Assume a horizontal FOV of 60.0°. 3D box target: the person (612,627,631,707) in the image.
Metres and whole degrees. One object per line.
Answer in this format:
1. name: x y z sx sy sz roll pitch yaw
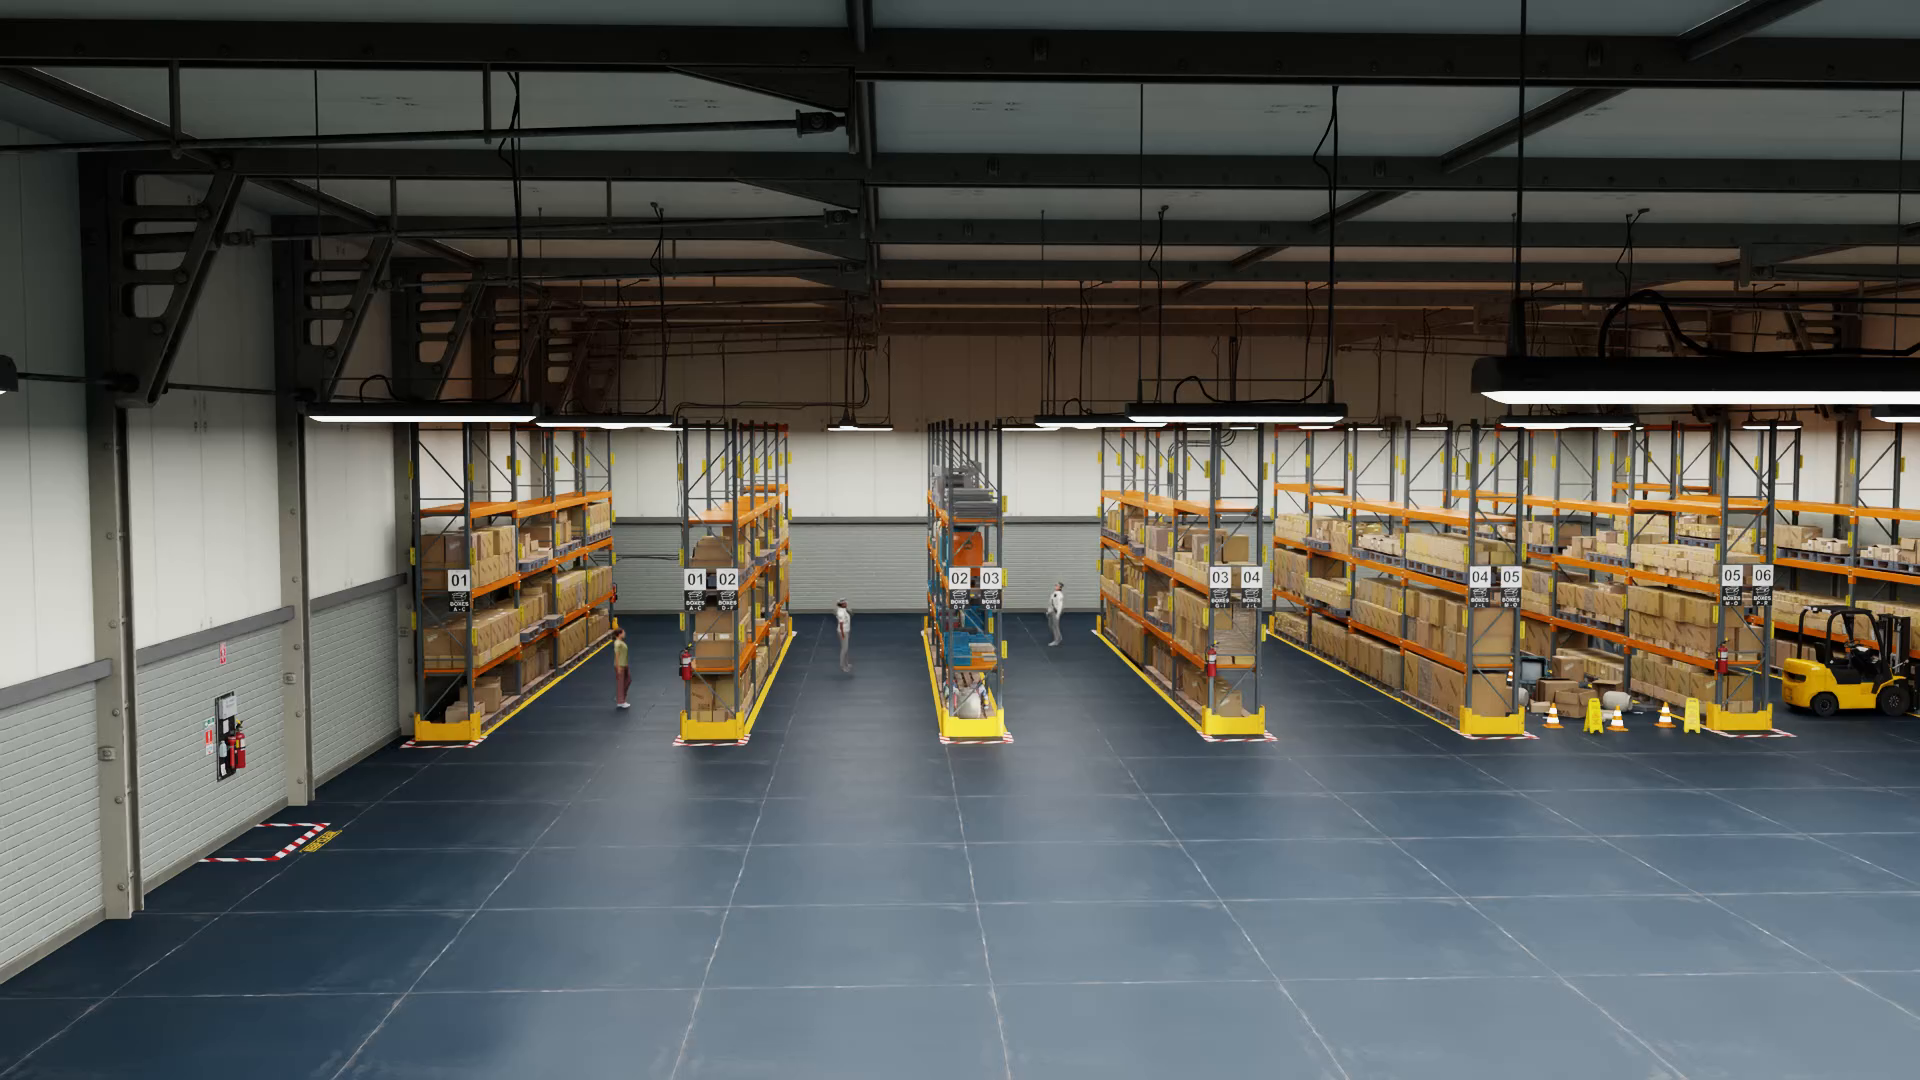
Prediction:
1. person: -7.114 2.665 34.923 0.464 1.691 0.527 0 4 7

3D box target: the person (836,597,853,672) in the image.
1. person: -2.756 2.238 39.570 0.369 1.758 0.524 1 4 8

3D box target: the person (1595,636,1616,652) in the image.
1. person: 16.646 2.100 43.005 0.567 1.752 0.546 3 5 41

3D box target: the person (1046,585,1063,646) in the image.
1. person: 2.485 1.954 43.651 0.441 1.626 0.534 0 4 -7
